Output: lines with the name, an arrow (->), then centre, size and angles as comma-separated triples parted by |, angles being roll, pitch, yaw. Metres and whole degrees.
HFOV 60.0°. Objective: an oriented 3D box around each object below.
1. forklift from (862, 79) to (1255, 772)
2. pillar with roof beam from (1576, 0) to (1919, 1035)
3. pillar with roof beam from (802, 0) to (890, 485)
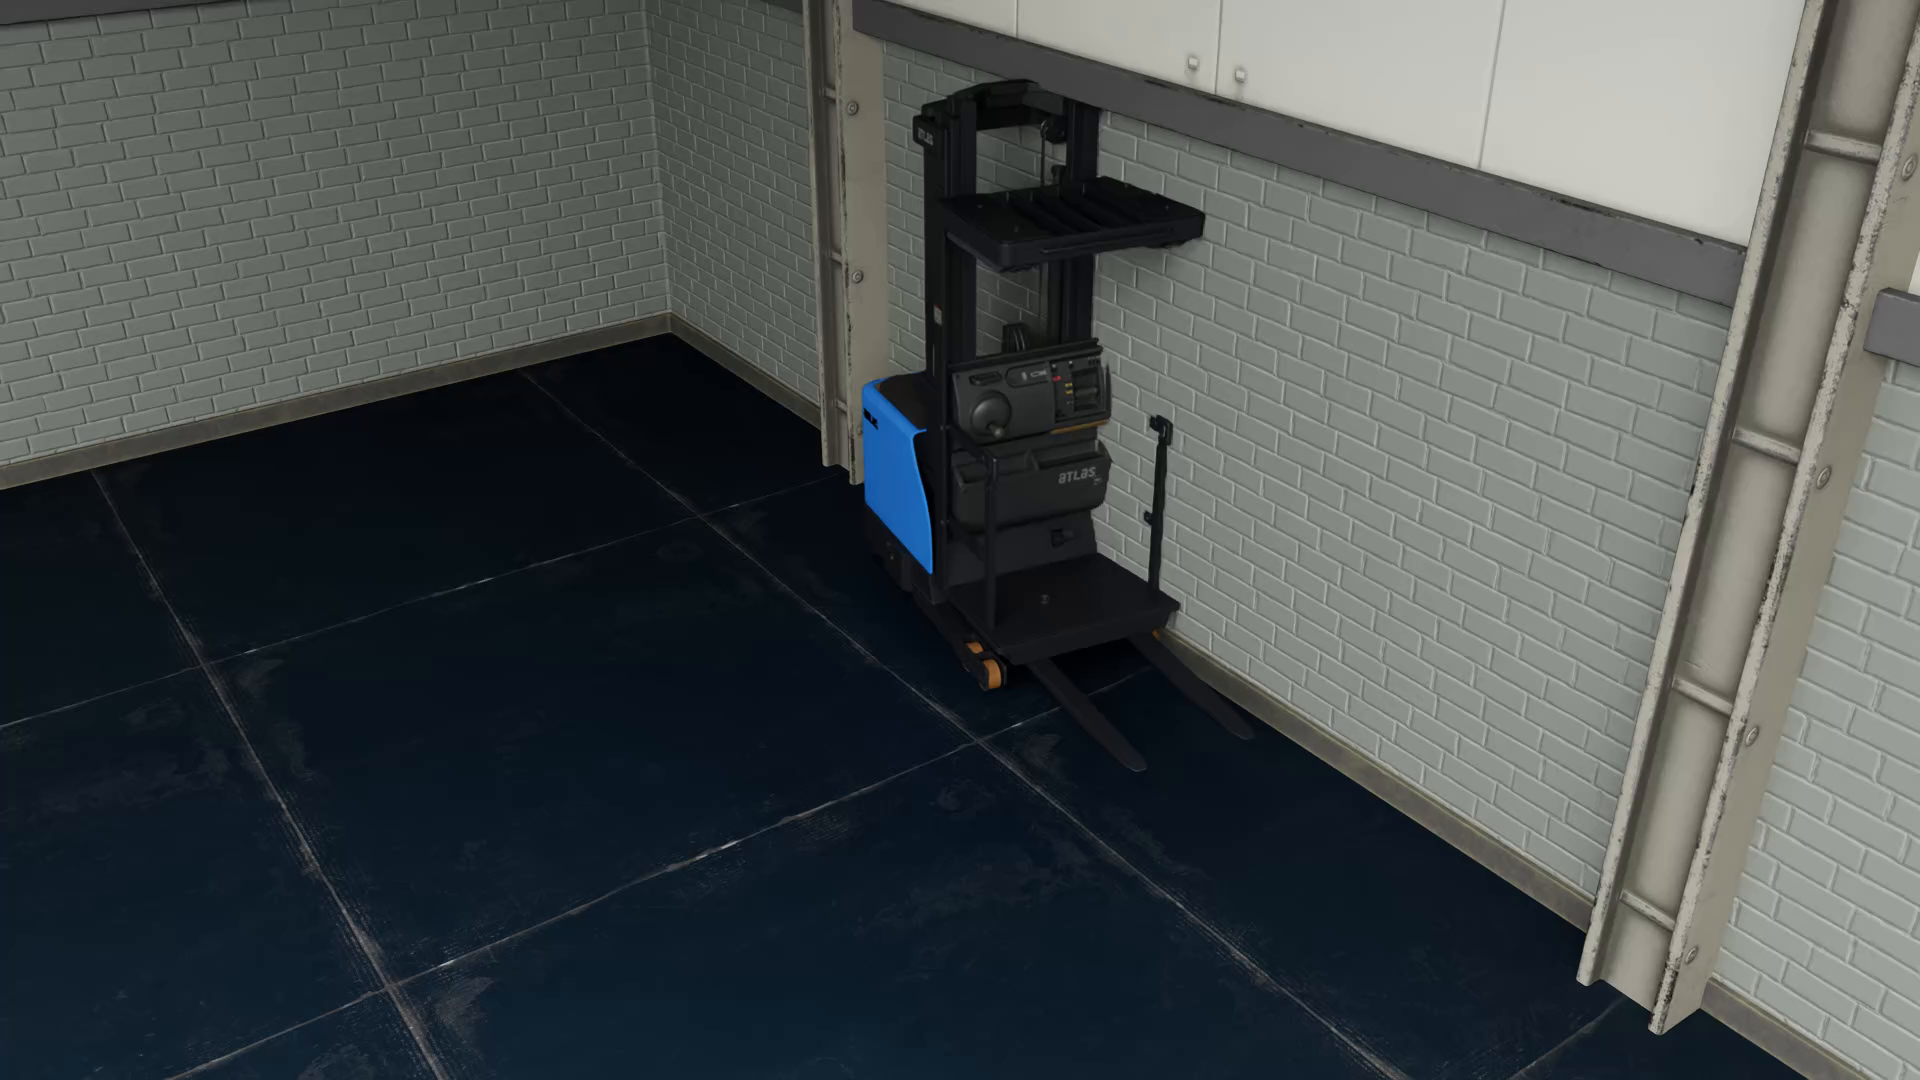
forklift -> 0.488, -0.730, 8.523 | 1.130, 2.935, 3.031 | -12, 31, -22
pillar with roof beam -> -0.714, -0.909, 2.494 | 9.100, 9.000, 0.400 | -19, 34, -31
pillar with roof beam -> -4.195, -3.241, 6.789 | 9.100, 9.000, 0.400 | -19, 34, -31
